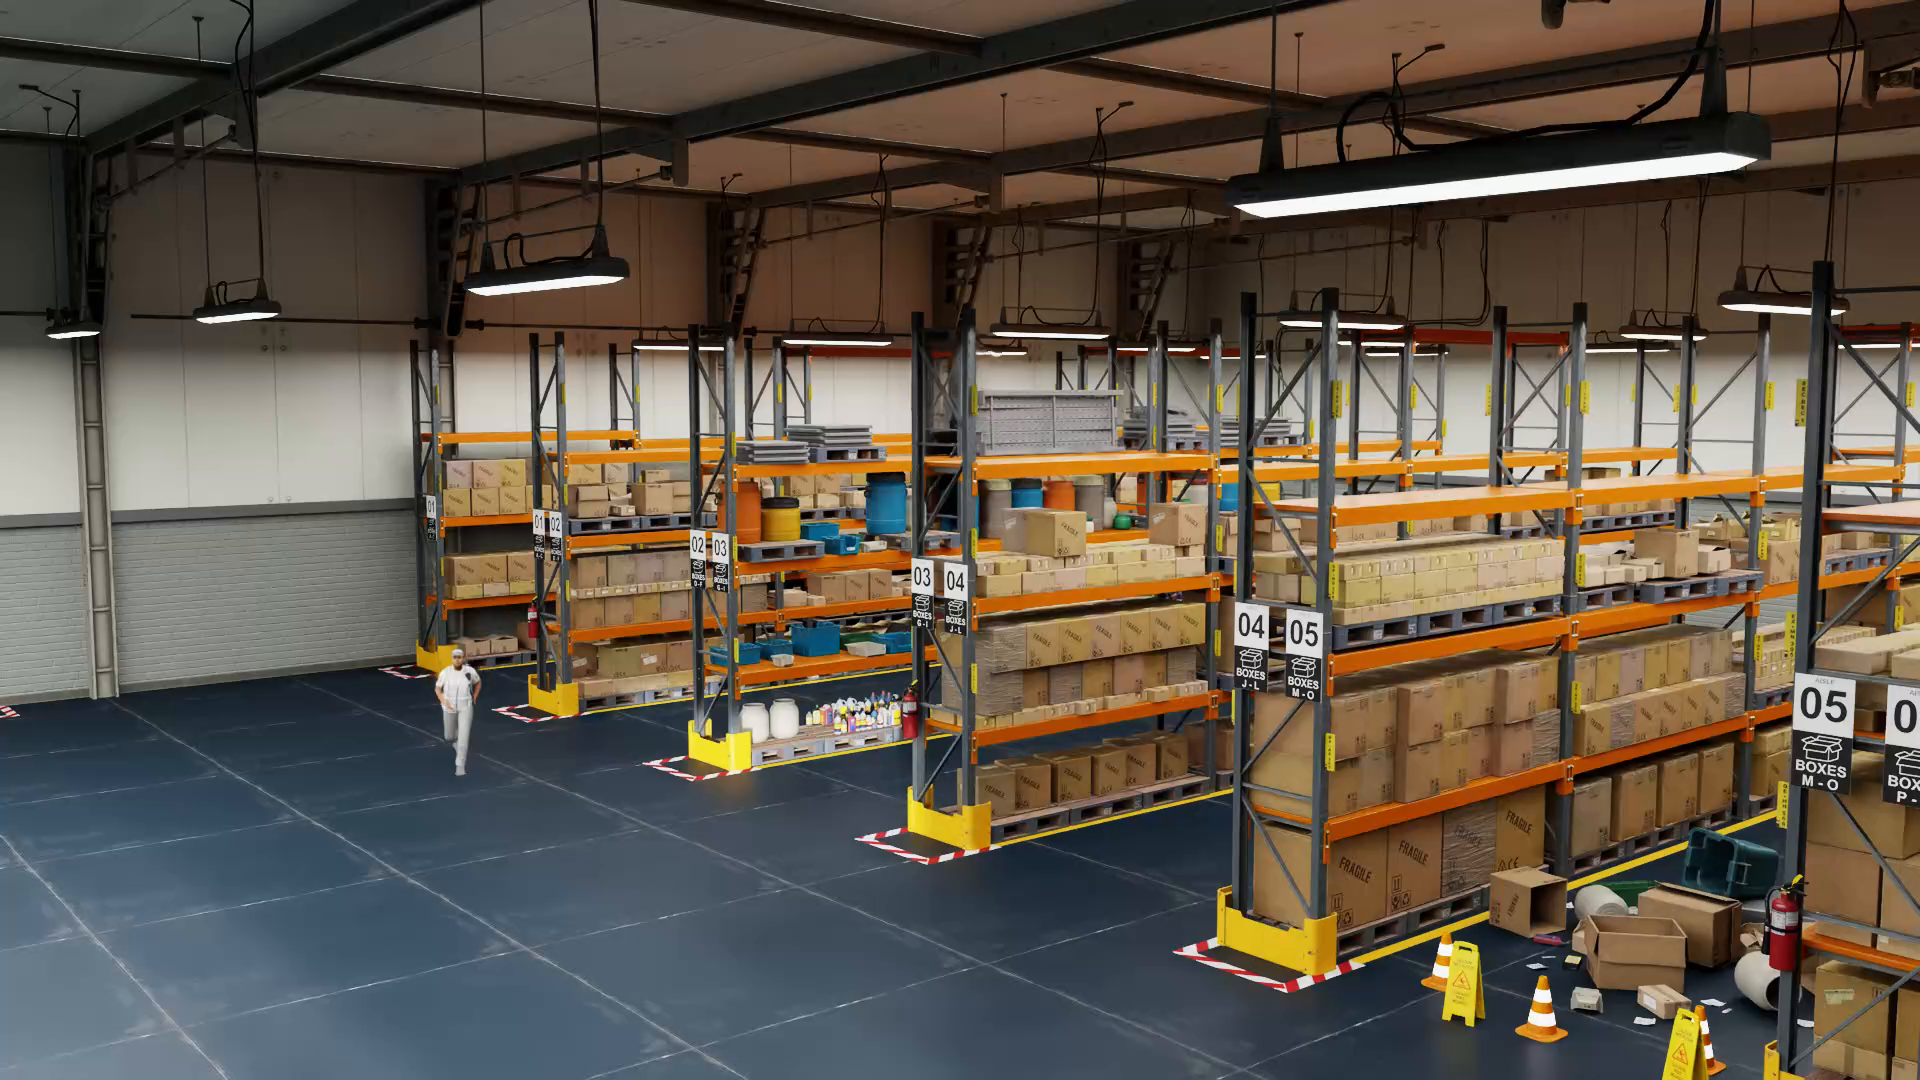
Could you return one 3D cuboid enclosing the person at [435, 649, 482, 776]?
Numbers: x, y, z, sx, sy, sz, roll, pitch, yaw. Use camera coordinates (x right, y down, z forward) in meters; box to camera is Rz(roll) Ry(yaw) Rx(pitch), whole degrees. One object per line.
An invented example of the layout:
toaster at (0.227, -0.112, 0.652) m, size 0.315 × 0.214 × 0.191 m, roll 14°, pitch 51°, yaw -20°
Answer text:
person at (-6.787, 2.295, 22.503) m, size 0.585 × 1.664 × 1.004 m, roll -1°, pitch 5°, yaw -8°
